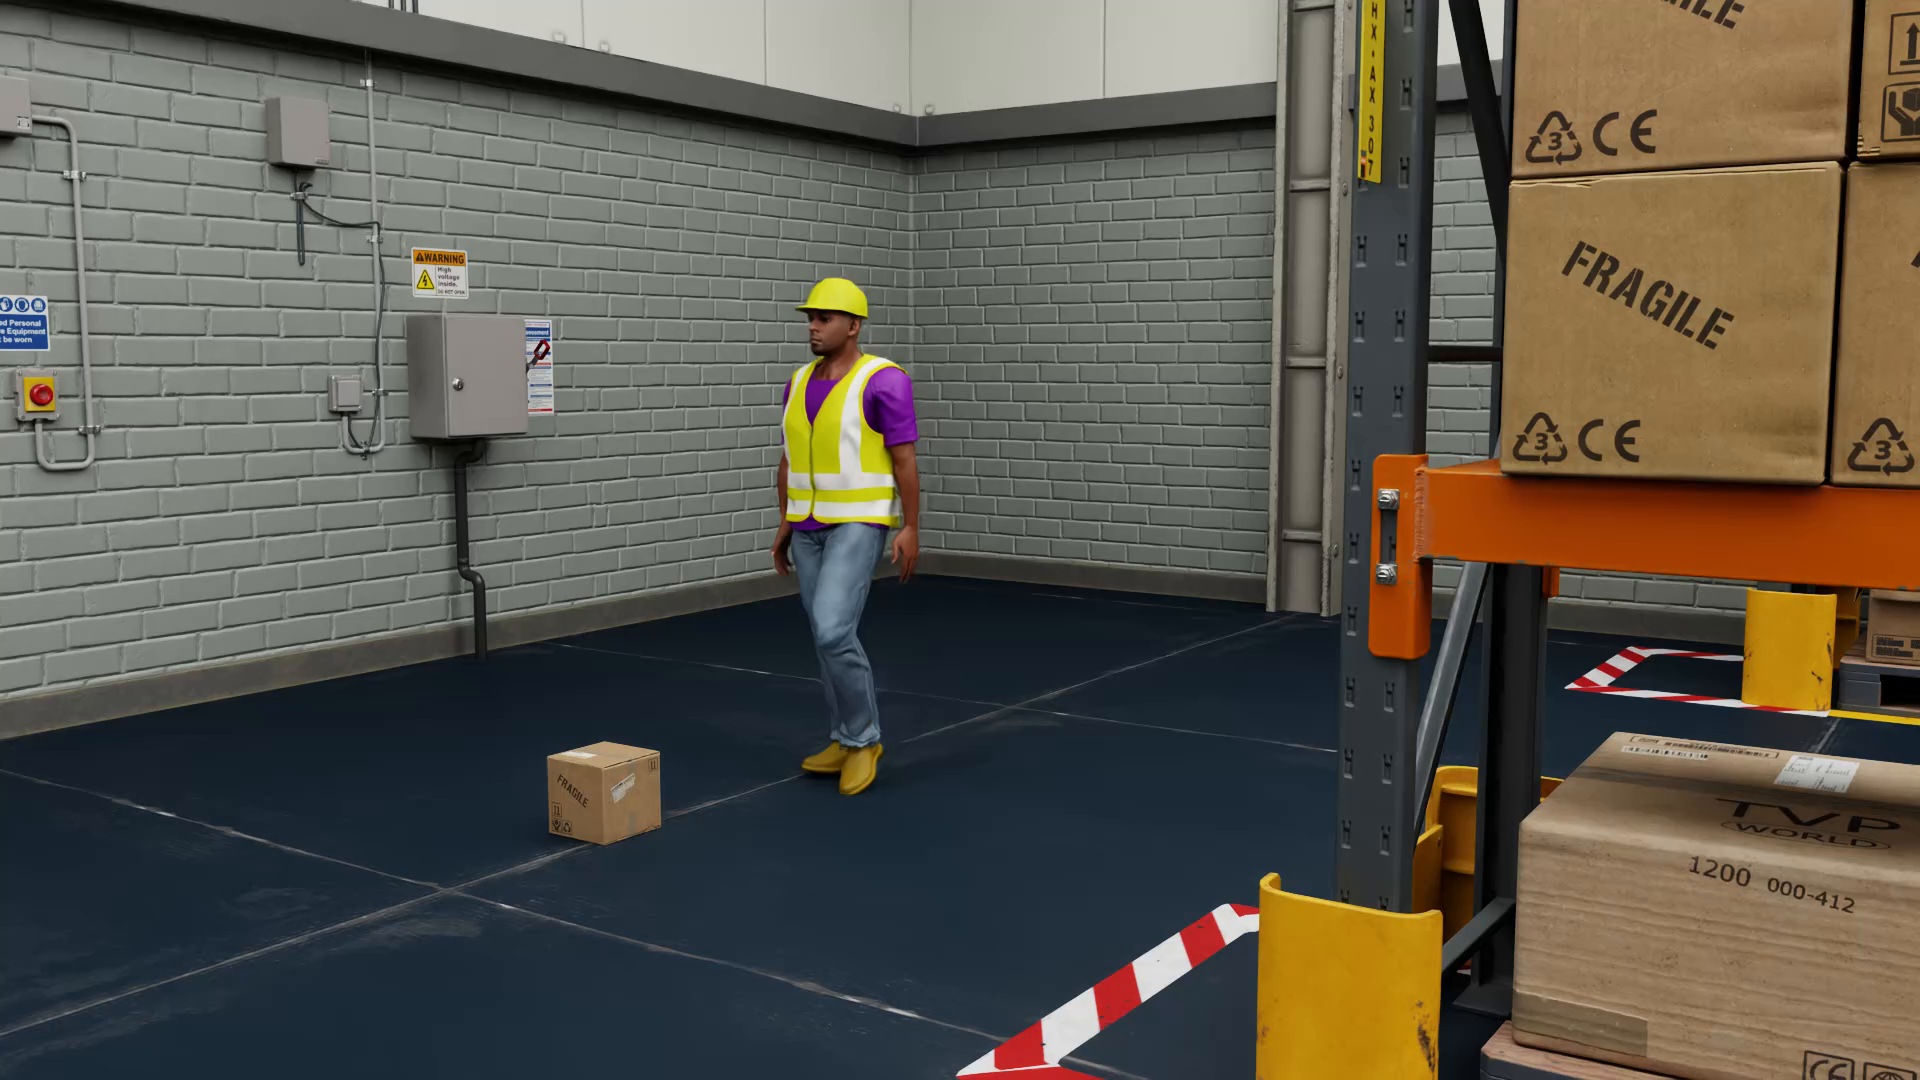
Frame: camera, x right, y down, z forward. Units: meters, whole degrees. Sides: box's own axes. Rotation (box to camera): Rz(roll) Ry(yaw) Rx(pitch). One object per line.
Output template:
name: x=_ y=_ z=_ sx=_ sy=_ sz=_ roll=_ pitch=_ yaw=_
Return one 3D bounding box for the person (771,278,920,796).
person: x=-0.451 y=-0.026 z=5.899 sx=0.590 sy=1.791 sz=0.445 roll=5 pitch=8 yaw=39
